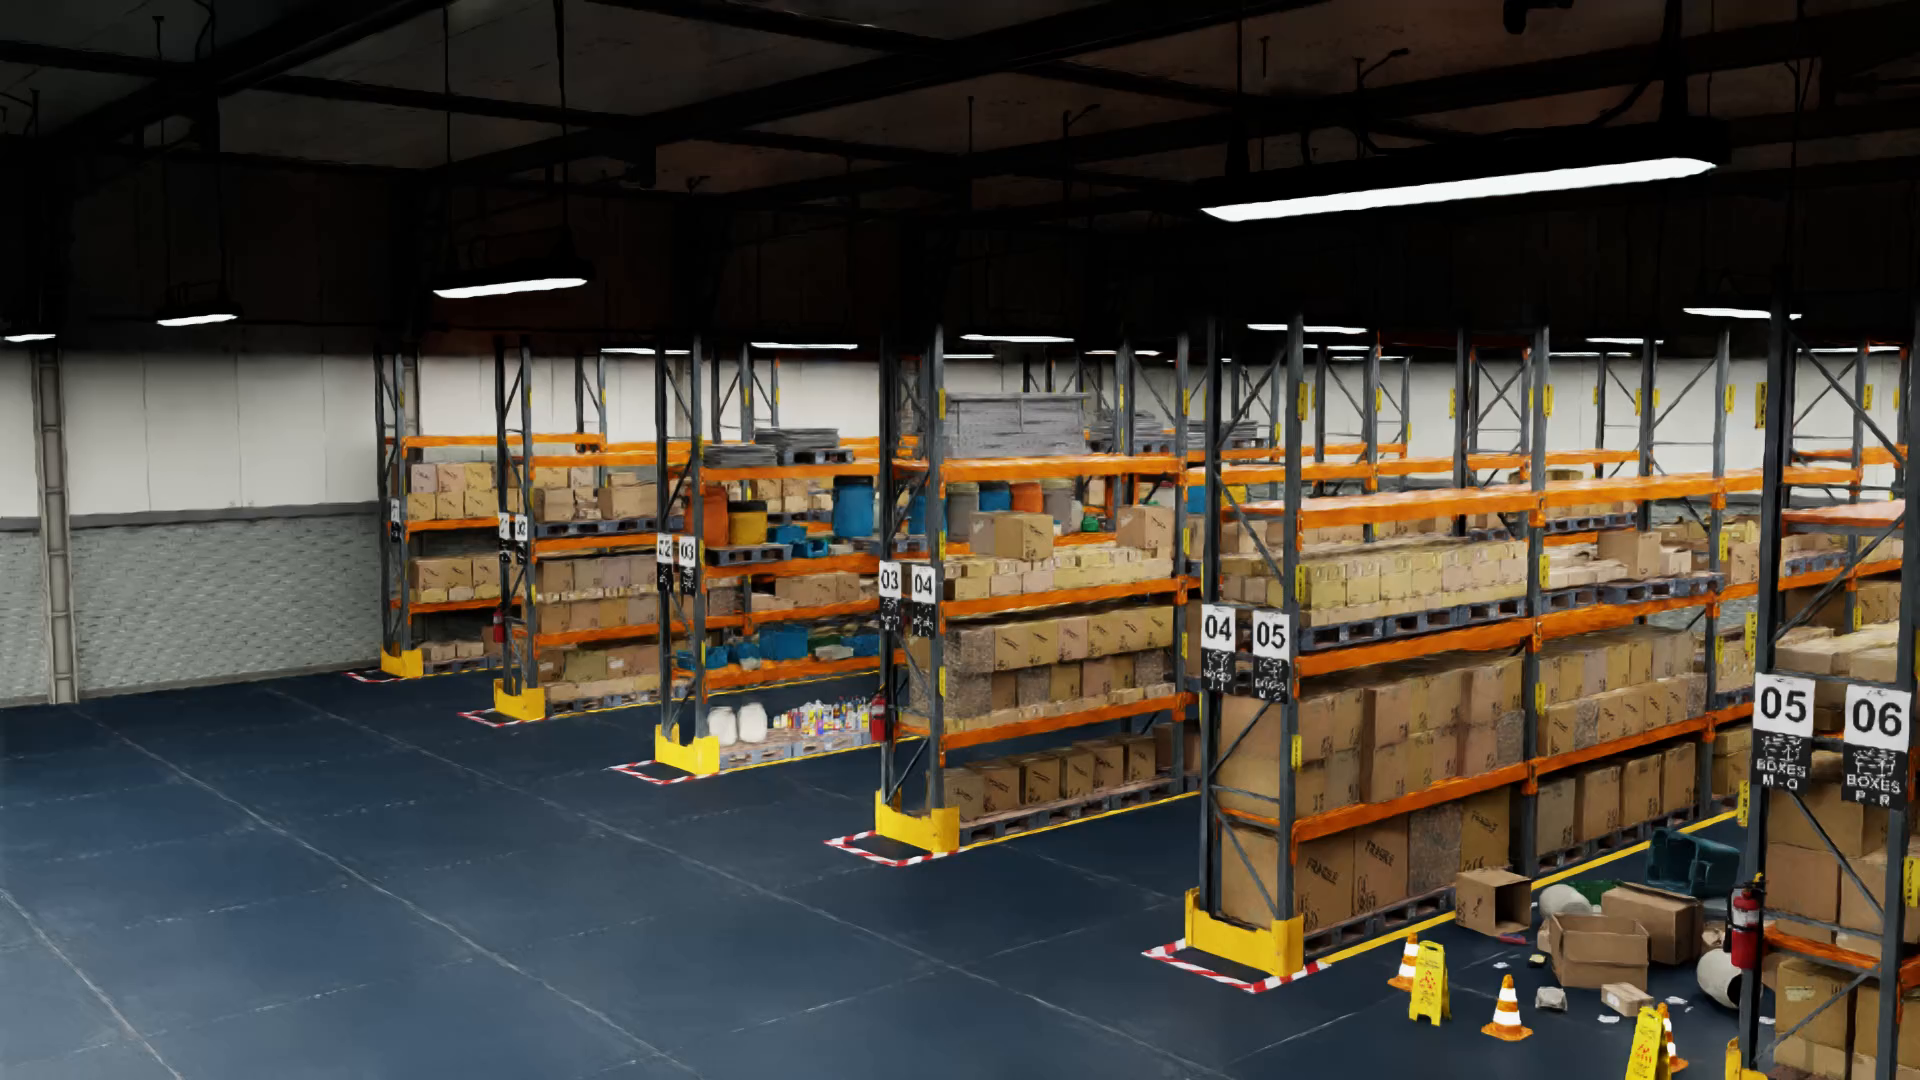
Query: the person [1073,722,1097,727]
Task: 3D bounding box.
[{"bbox_3d":[1.875,1.948,25.445,0.608,1.782,0.551,-1,5,-10],"label":"person"}]
